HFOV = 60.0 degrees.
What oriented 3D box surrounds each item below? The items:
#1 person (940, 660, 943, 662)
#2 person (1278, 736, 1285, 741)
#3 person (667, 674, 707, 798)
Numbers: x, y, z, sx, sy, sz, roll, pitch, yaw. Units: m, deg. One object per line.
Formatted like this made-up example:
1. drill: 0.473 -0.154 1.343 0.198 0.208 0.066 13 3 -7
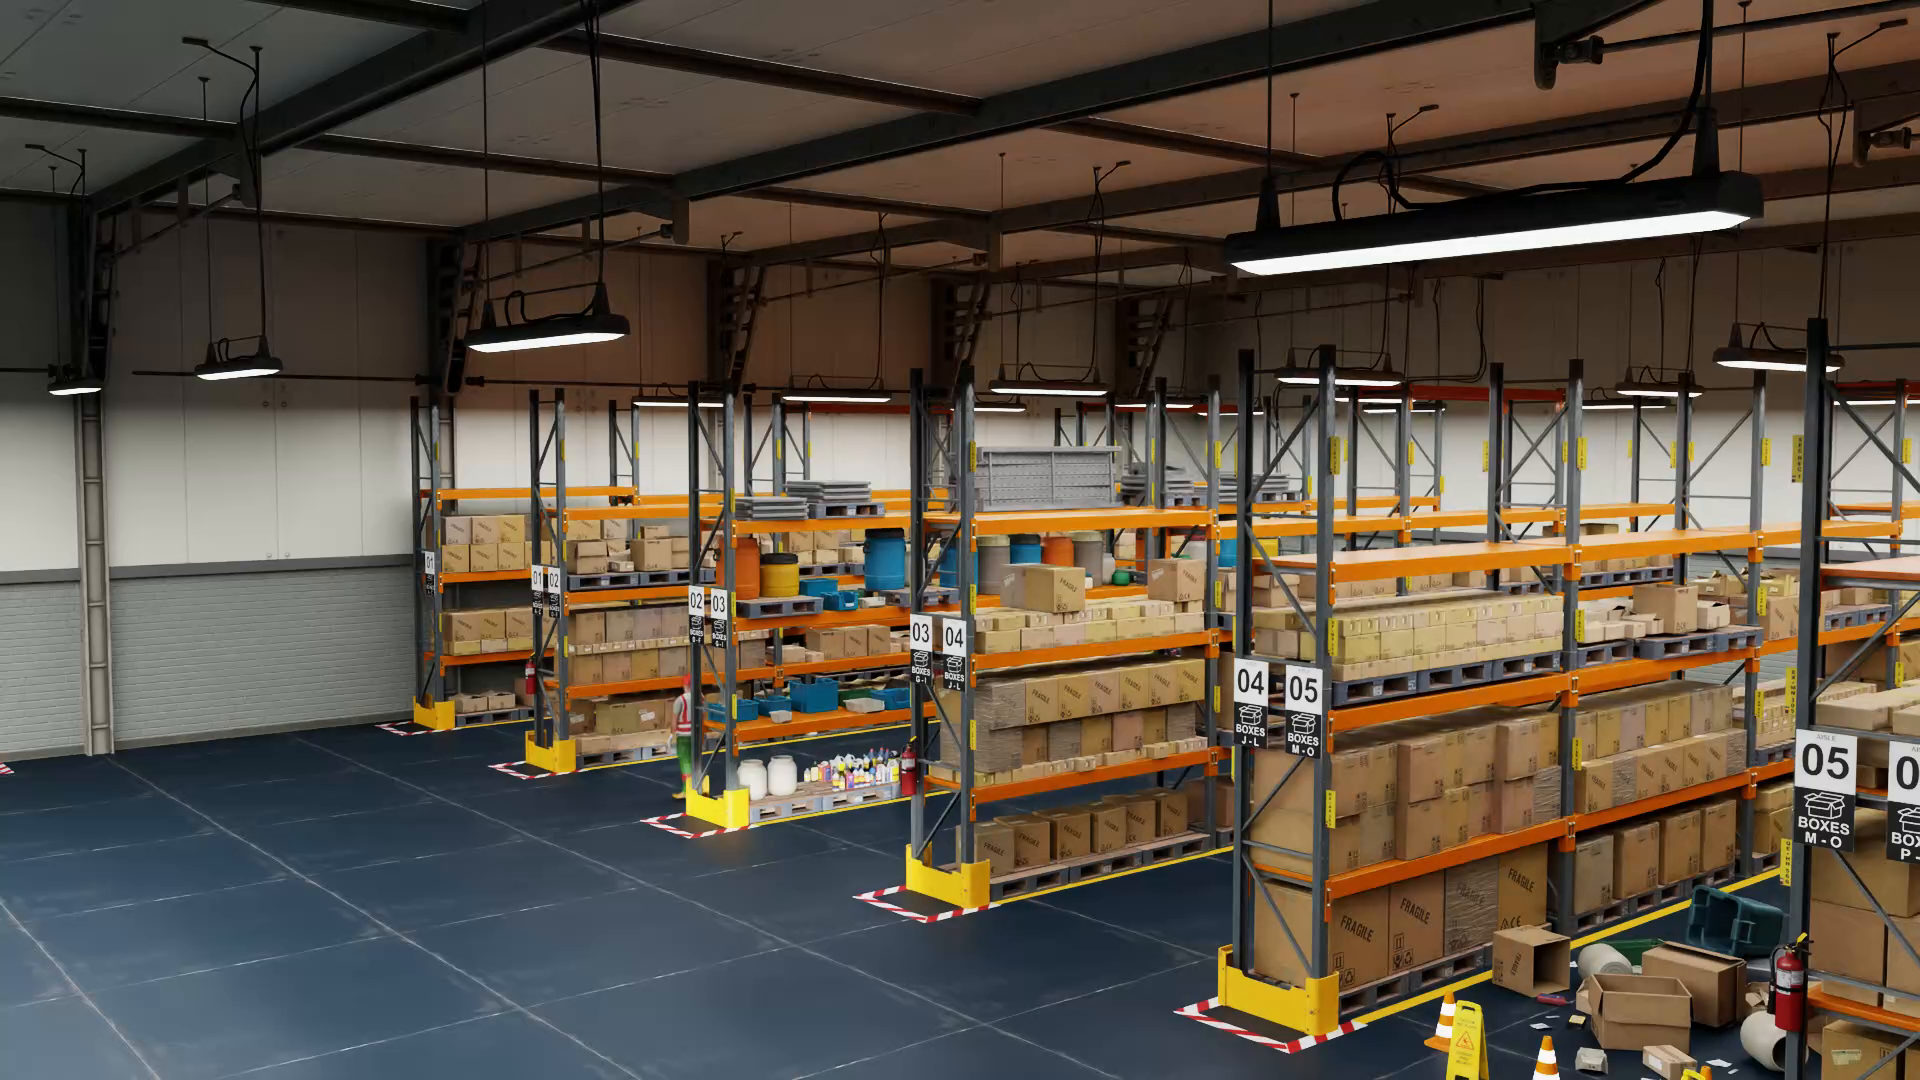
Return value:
1. person: -0.315 2.238 35.666 0.489 1.668 0.456 -2 4 -34
2. person: 3.887 3.174 20.233 0.414 1.576 0.481 1 4 22
3. person: -3.940 2.854 24.113 0.674 1.827 0.357 -3 5 -43
